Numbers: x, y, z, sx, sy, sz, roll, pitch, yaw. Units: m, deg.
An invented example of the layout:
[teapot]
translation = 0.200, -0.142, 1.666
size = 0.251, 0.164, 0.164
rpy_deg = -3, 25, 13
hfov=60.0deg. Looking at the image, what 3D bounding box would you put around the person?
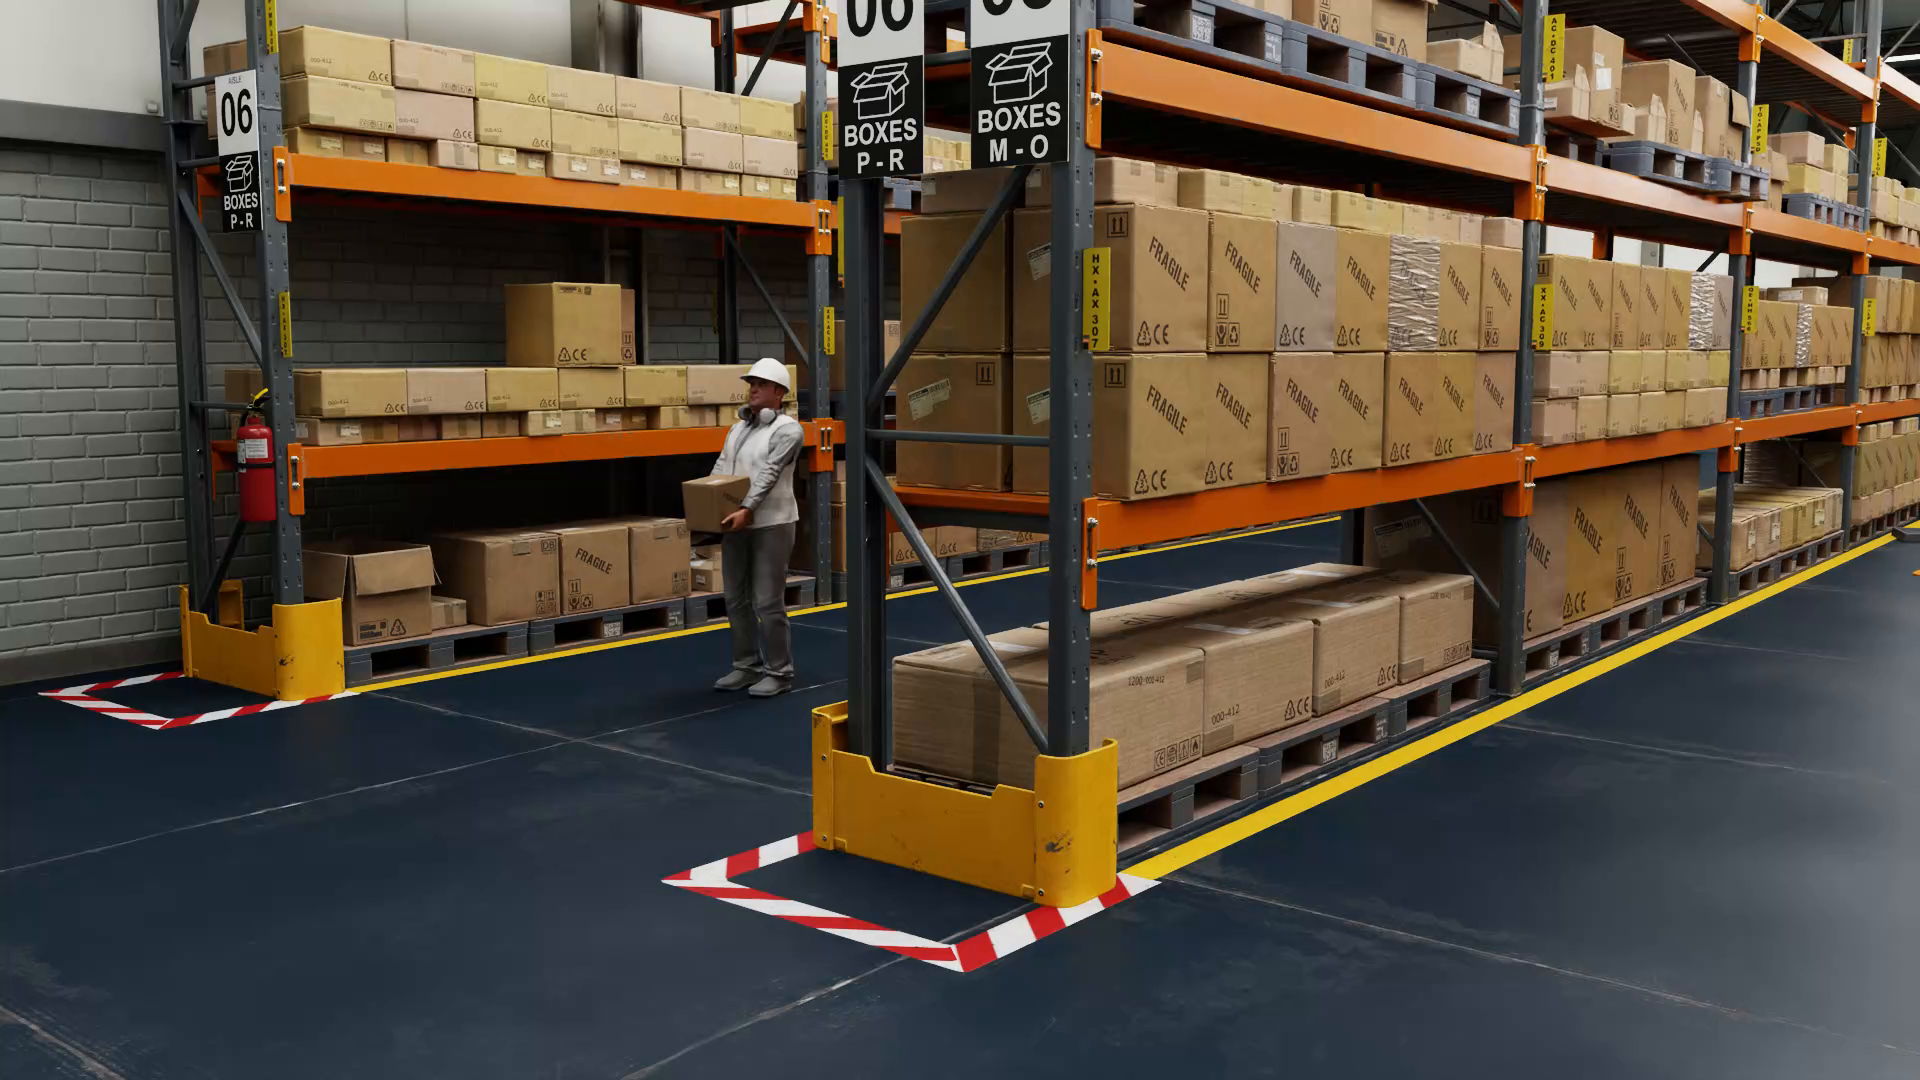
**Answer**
[person]
translation = -1.115, -0.065, 8.716
size = 0.494, 1.762, 0.564
rpy_deg = 5, 9, 39
